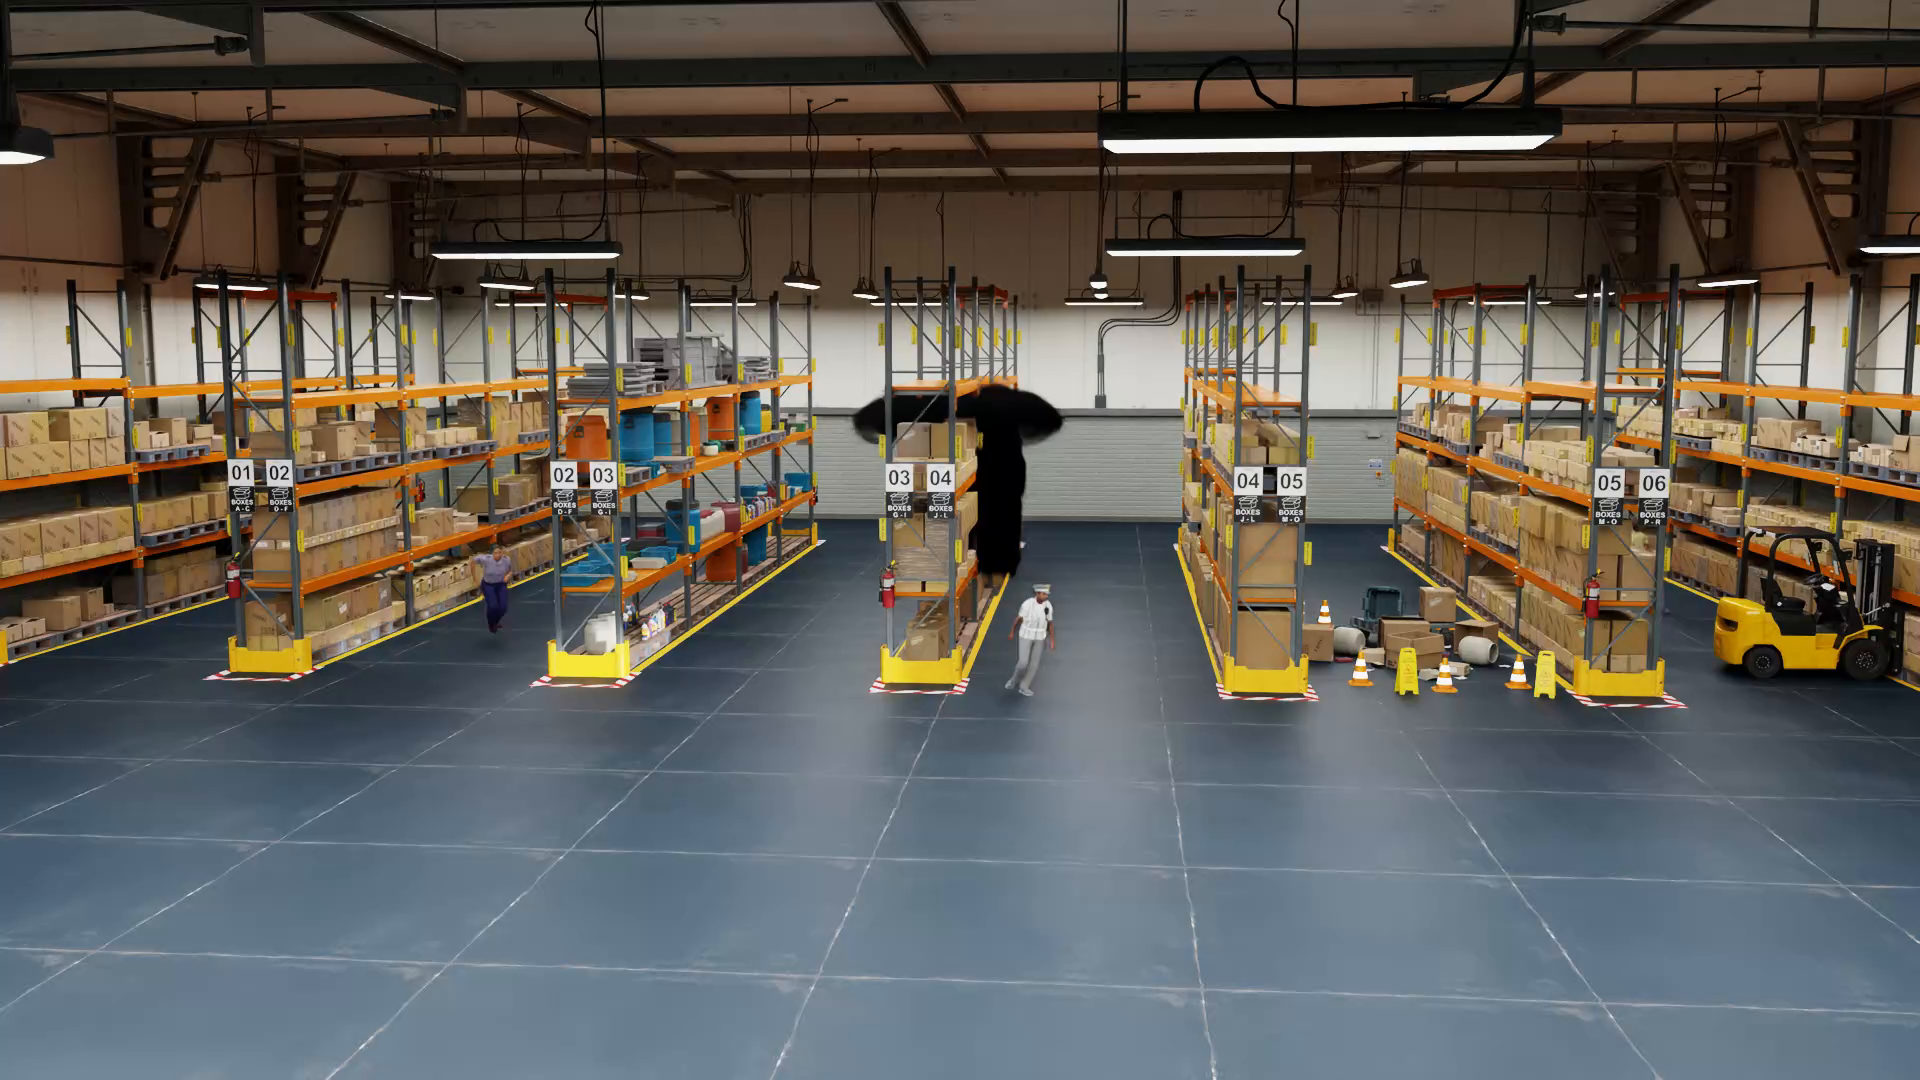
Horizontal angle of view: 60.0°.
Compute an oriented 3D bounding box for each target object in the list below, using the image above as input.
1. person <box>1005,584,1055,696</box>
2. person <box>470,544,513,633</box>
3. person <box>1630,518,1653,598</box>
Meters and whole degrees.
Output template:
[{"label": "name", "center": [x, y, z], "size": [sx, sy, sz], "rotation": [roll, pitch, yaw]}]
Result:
[{"label": "person", "center": [0.984, 1.389, 23.270], "size": [0.625, 1.618, 0.573], "rotation": [-2, 7, -18]}, {"label": "person", "center": [-7.571, 0.795, 26.909], "size": [0.645, 1.506, 0.827], "rotation": [-3, 8, -25]}, {"label": "person", "center": [12.756, 0.419, 31.281], "size": [0.576, 1.618, 0.720], "rotation": [-2, 7, -14]}]
